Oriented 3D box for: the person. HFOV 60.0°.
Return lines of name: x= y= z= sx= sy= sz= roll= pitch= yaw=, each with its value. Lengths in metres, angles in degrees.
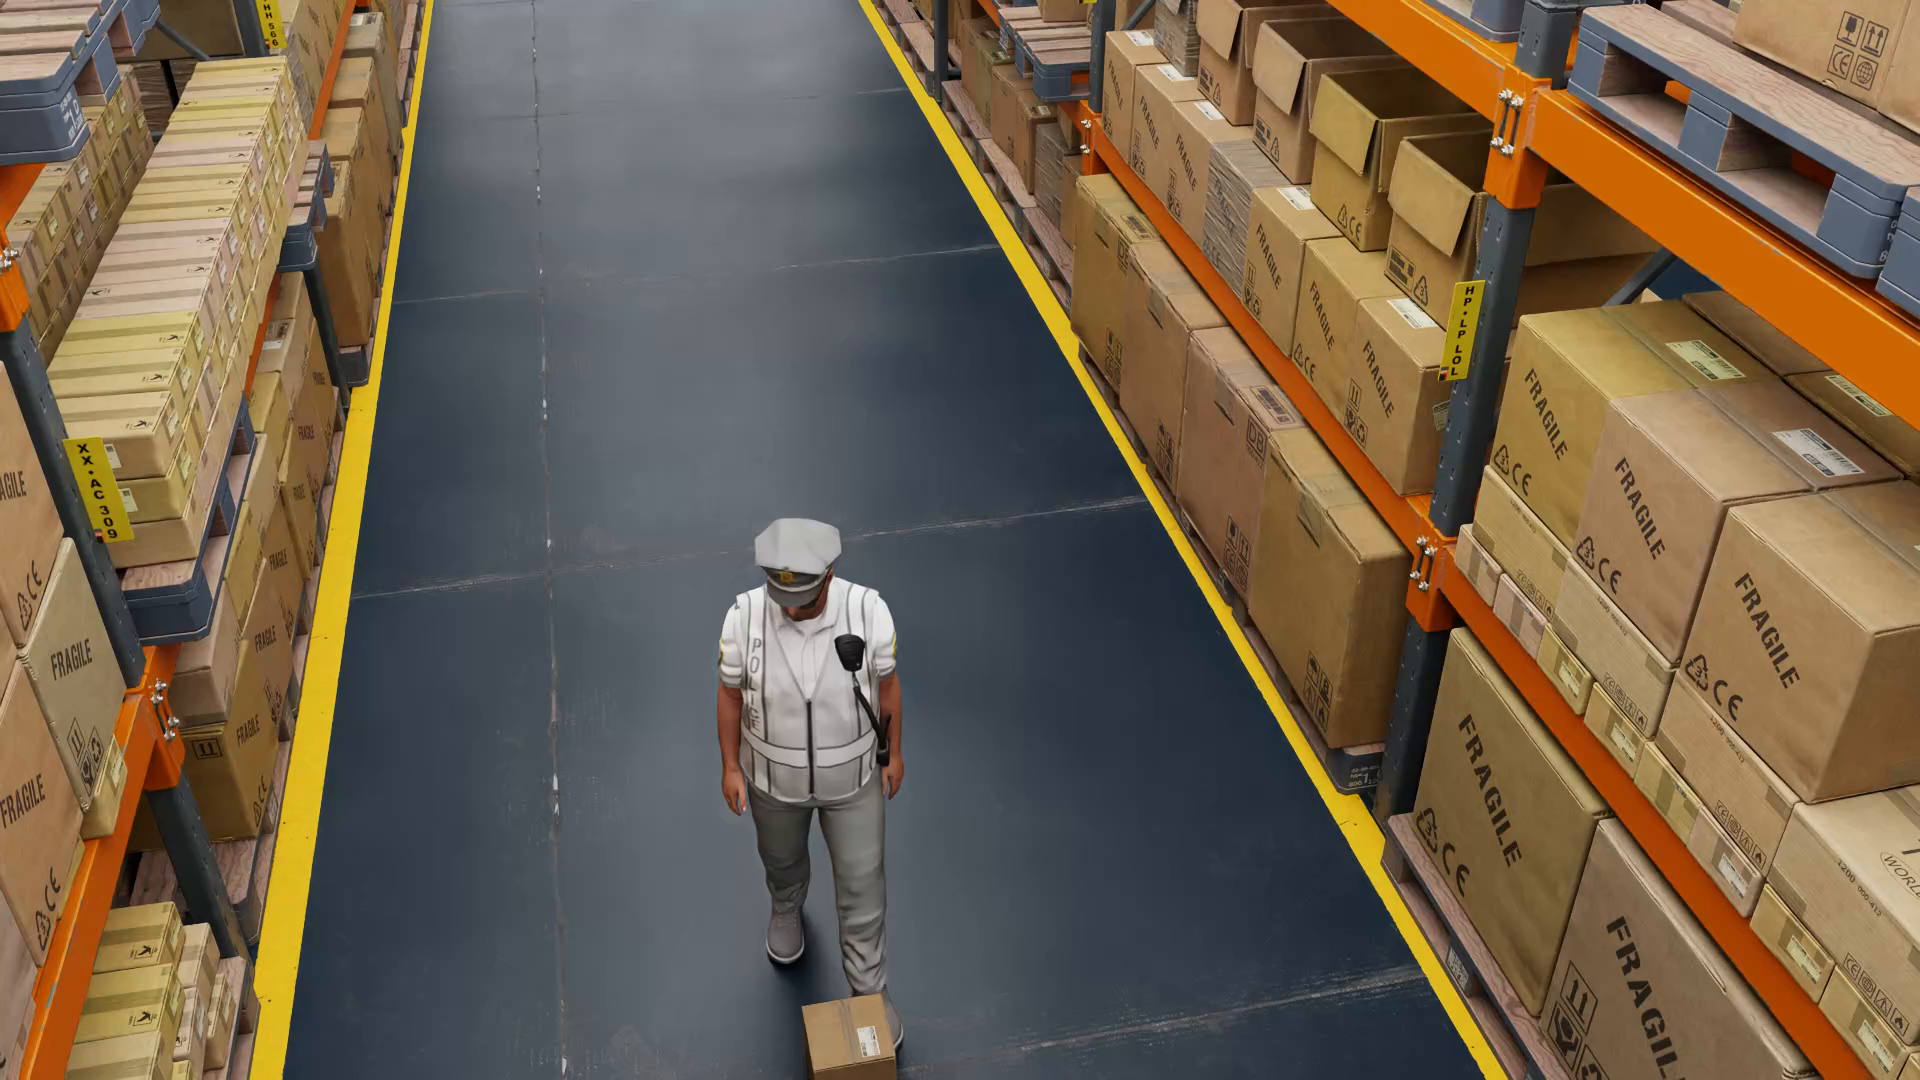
person: x=-0.448 y=0.734 z=5.055 sx=0.568 sy=1.728 sz=0.736 roll=-3 pitch=34 yaw=-4
